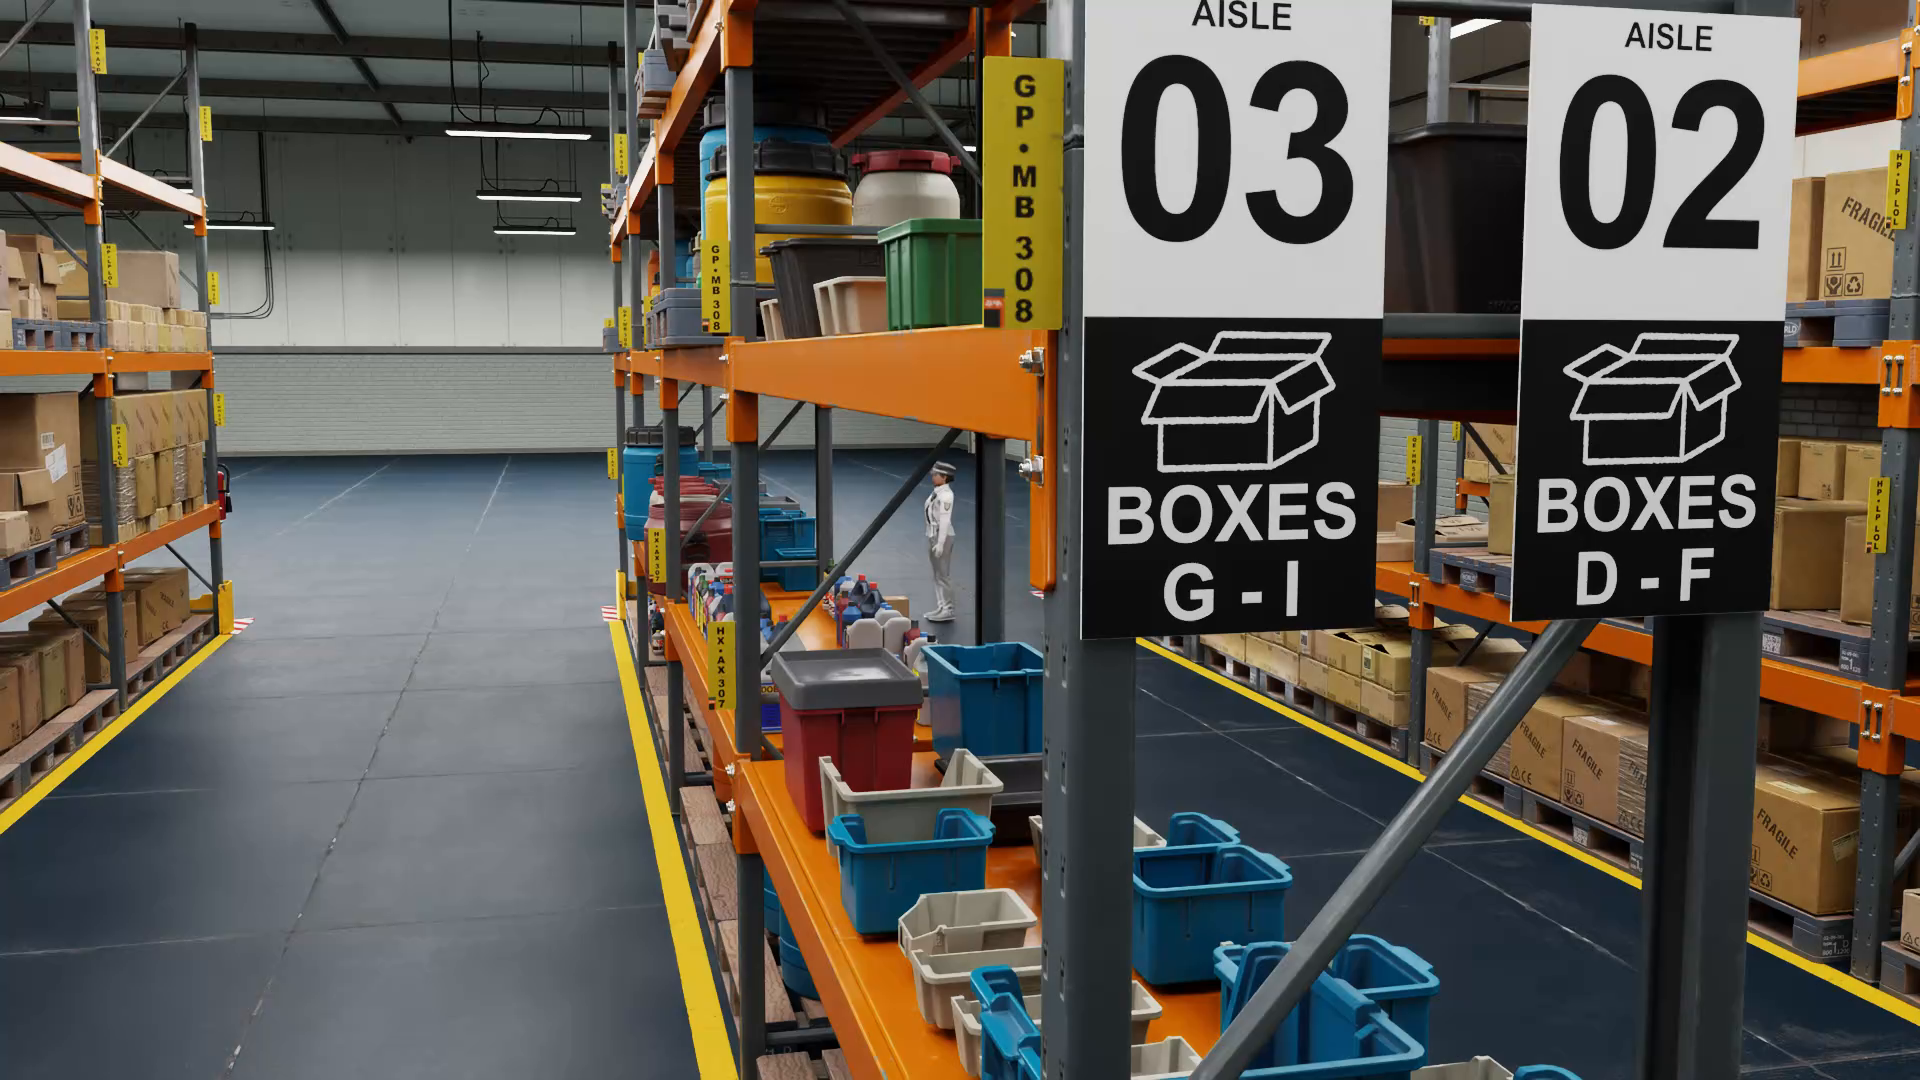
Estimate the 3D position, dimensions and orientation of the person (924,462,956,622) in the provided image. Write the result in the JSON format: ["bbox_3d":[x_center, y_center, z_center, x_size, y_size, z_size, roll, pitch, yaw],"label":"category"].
[{"bbox_3d":[-0.213,0.013,17.501,0.345,1.686,0.467,-1,6,-12],"label":"person"}]
